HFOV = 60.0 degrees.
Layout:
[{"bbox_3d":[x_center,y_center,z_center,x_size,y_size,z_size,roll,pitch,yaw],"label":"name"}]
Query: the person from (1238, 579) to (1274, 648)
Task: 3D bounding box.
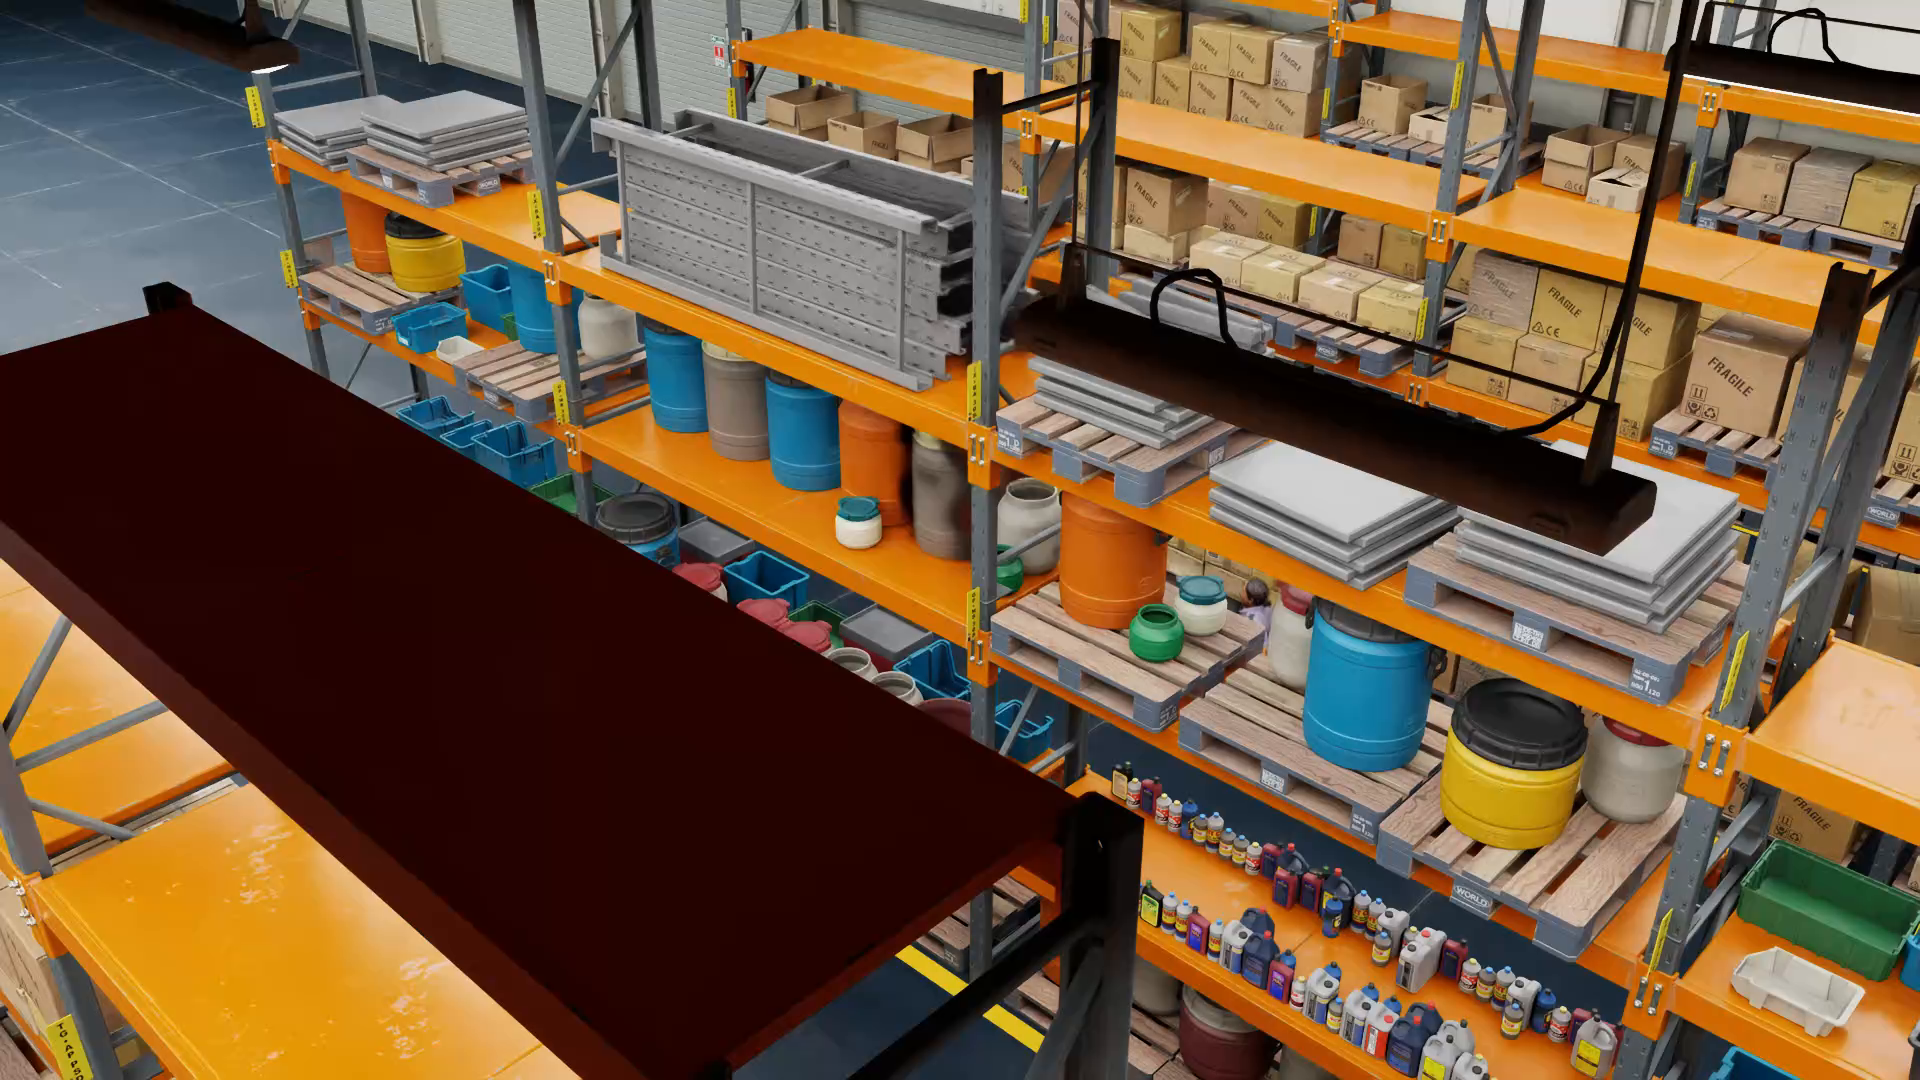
[{"bbox_3d":[2.243,1.053,12.676,0.853,1.694,0.566,23,37,35],"label":"person"}]
